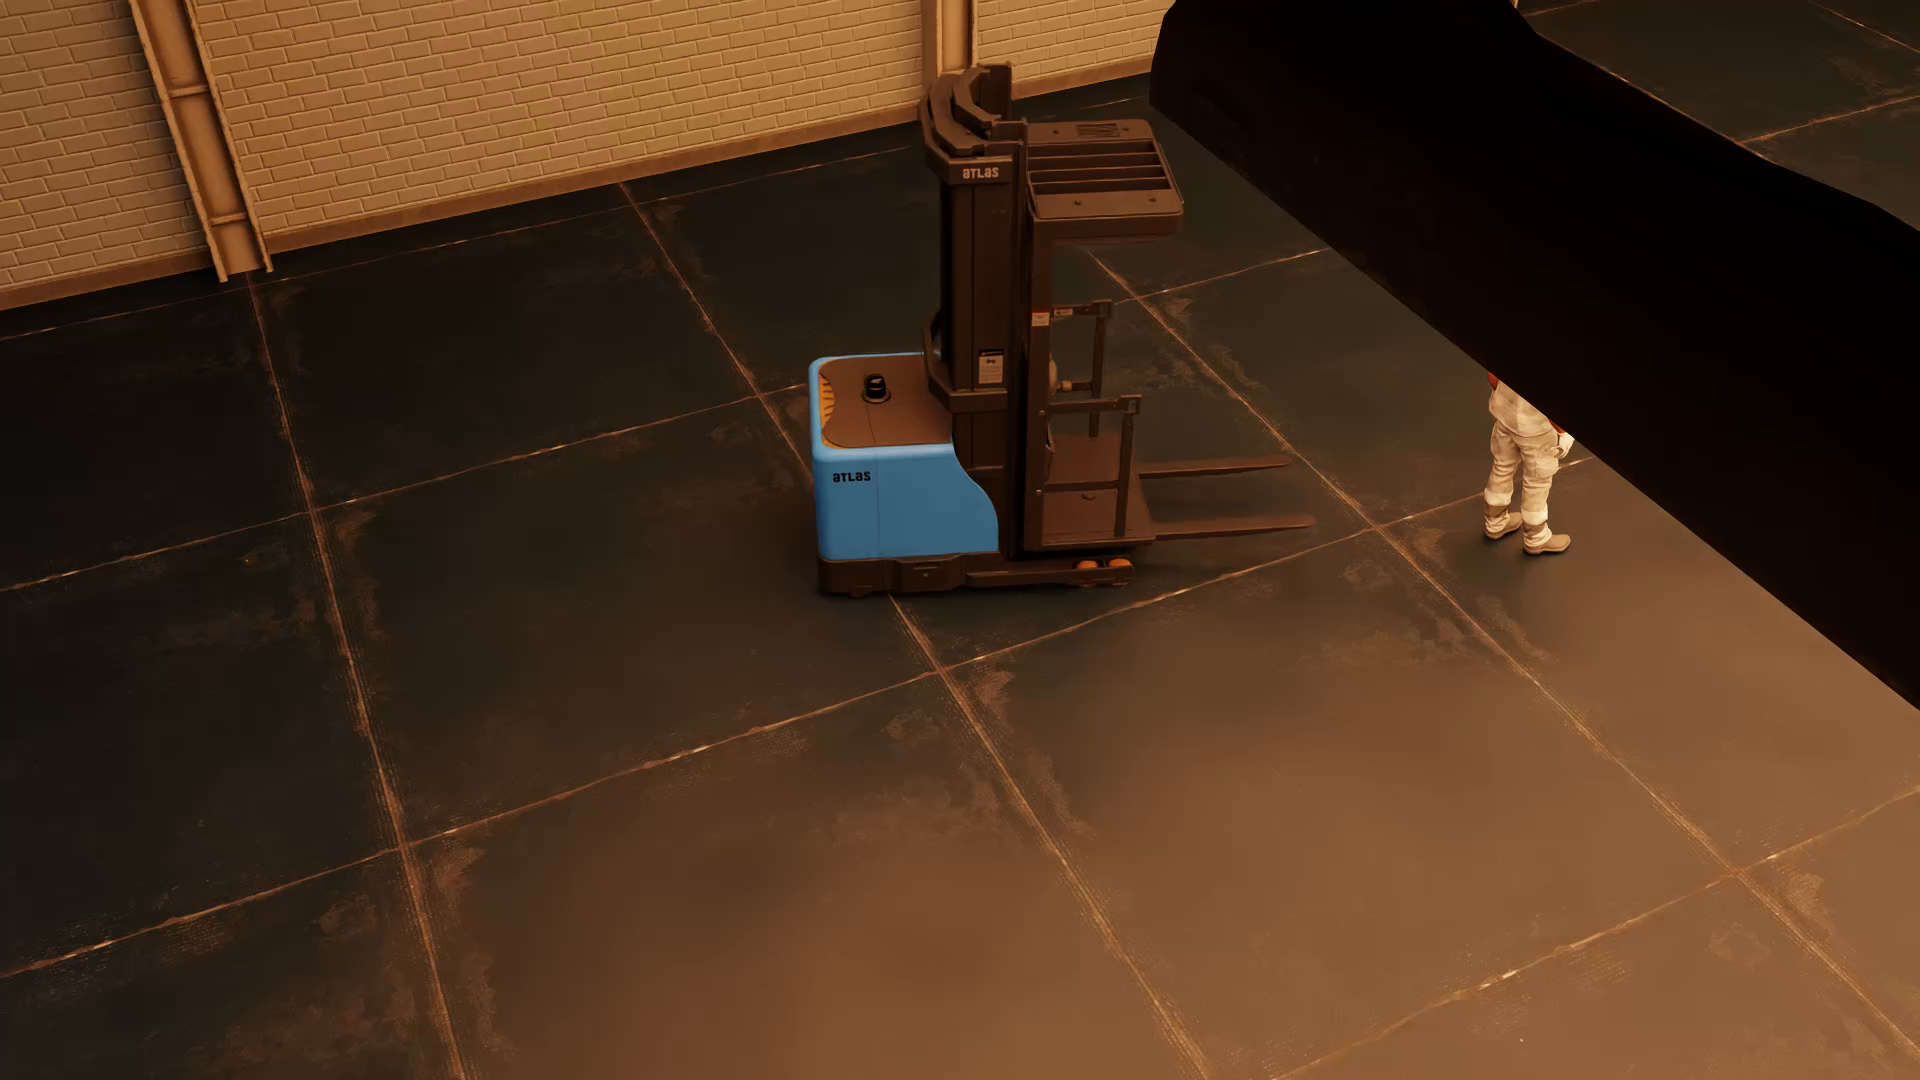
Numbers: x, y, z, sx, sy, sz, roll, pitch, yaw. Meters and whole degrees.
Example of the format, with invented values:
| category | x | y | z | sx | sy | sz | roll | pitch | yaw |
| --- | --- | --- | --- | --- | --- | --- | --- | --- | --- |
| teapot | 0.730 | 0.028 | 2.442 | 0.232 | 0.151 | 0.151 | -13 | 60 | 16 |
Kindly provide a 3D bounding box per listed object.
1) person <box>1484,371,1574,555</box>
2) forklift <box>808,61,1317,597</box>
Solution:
| category | x | y | z | sx | sy | sz | roll | pitch | yaw |
| --- | --- | --- | --- | --- | --- | --- | --- | --- | --- |
| person | 3.388 | -0.732 | 9.774 | 0.565 | 1.787 | 0.638 | -18 | 43 | -20 |
| forklift | 0.627 | -1.176 | 9.425 | 3.031 | 2.935 | 1.130 | -3 | 40 | -4 |
